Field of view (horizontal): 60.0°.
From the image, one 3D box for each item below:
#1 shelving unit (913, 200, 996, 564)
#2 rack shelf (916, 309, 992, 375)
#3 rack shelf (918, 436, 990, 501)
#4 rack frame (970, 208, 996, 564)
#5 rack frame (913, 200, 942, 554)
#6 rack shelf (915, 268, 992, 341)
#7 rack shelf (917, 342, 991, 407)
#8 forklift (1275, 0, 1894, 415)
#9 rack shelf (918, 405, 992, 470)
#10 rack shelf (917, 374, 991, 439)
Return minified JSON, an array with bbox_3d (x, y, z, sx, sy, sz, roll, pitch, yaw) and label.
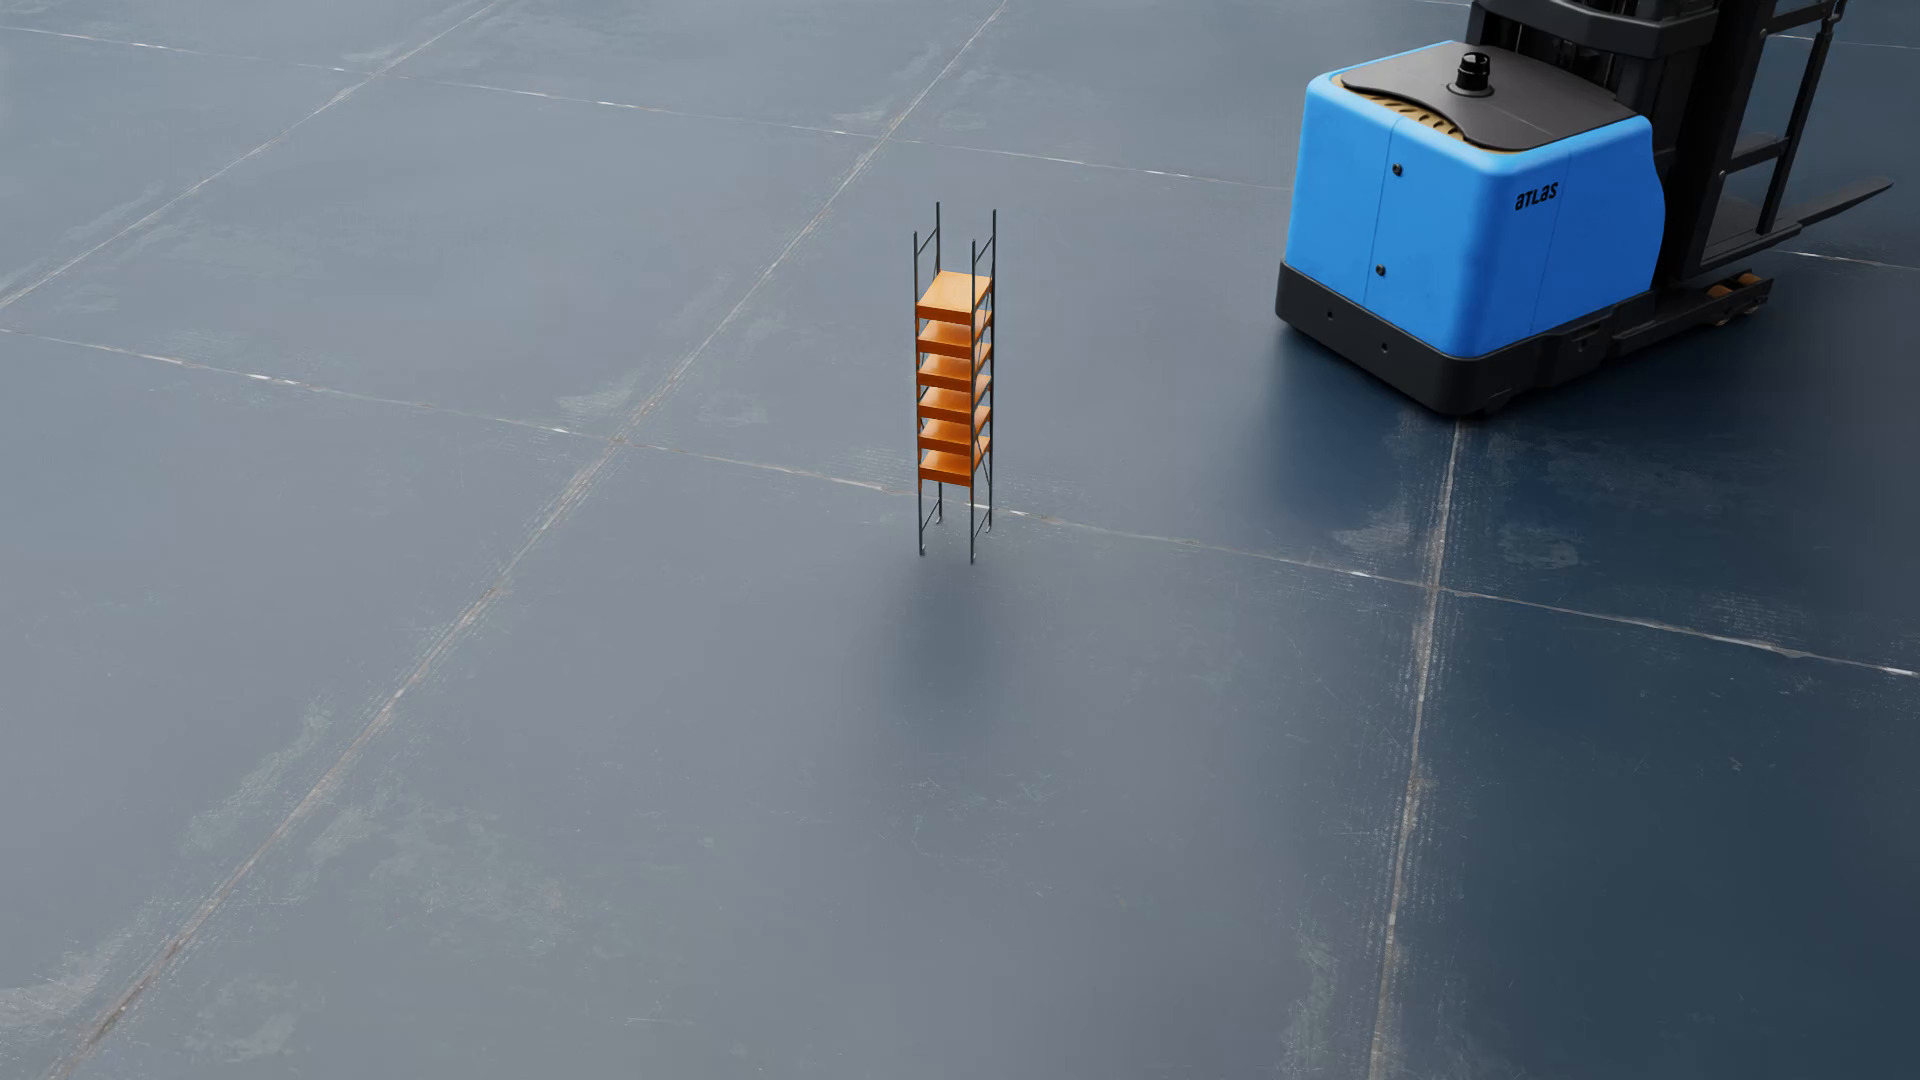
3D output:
[{"bbox_3d":[-0.014,-0.486,5.398,0.189,1.200,0.258,10,38,14],"label":"shelving unit"},{"bbox_3d":[-0.014,-0.643,5.282,0.180,0.103,0.258,10,38,14],"label":"rack shelf"},{"bbox_3d":[-0.014,-0.257,5.566,0.180,0.103,0.258,10,38,14],"label":"rack shelf"},{"bbox_3d":[0.074,-0.470,5.376,0.006,1.200,0.240,10,38,14],"label":"rack frame"},{"bbox_3d":[-0.101,-0.502,5.420,0.006,1.200,0.240,10,38,14],"label":"rack frame"},{"bbox_3d":[-0.014,-0.740,5.211,0.180,0.103,0.258,10,38,14],"label":"rack shelf"},{"bbox_3d":[-0.014,-0.547,5.353,0.180,0.103,0.258,10,38,14],"label":"rack shelf"},{"bbox_3d":[2.823,-2.318,6.426,3.031,2.935,1.130,-21,41,-26],"label":"forklift"},{"bbox_3d":[-0.014,-0.353,5.495,0.180,0.103,0.258,10,38,14],"label":"rack shelf"},{"bbox_3d":[-0.014,-0.450,5.424,0.180,0.103,0.258,10,38,14],"label":"rack shelf"}]
